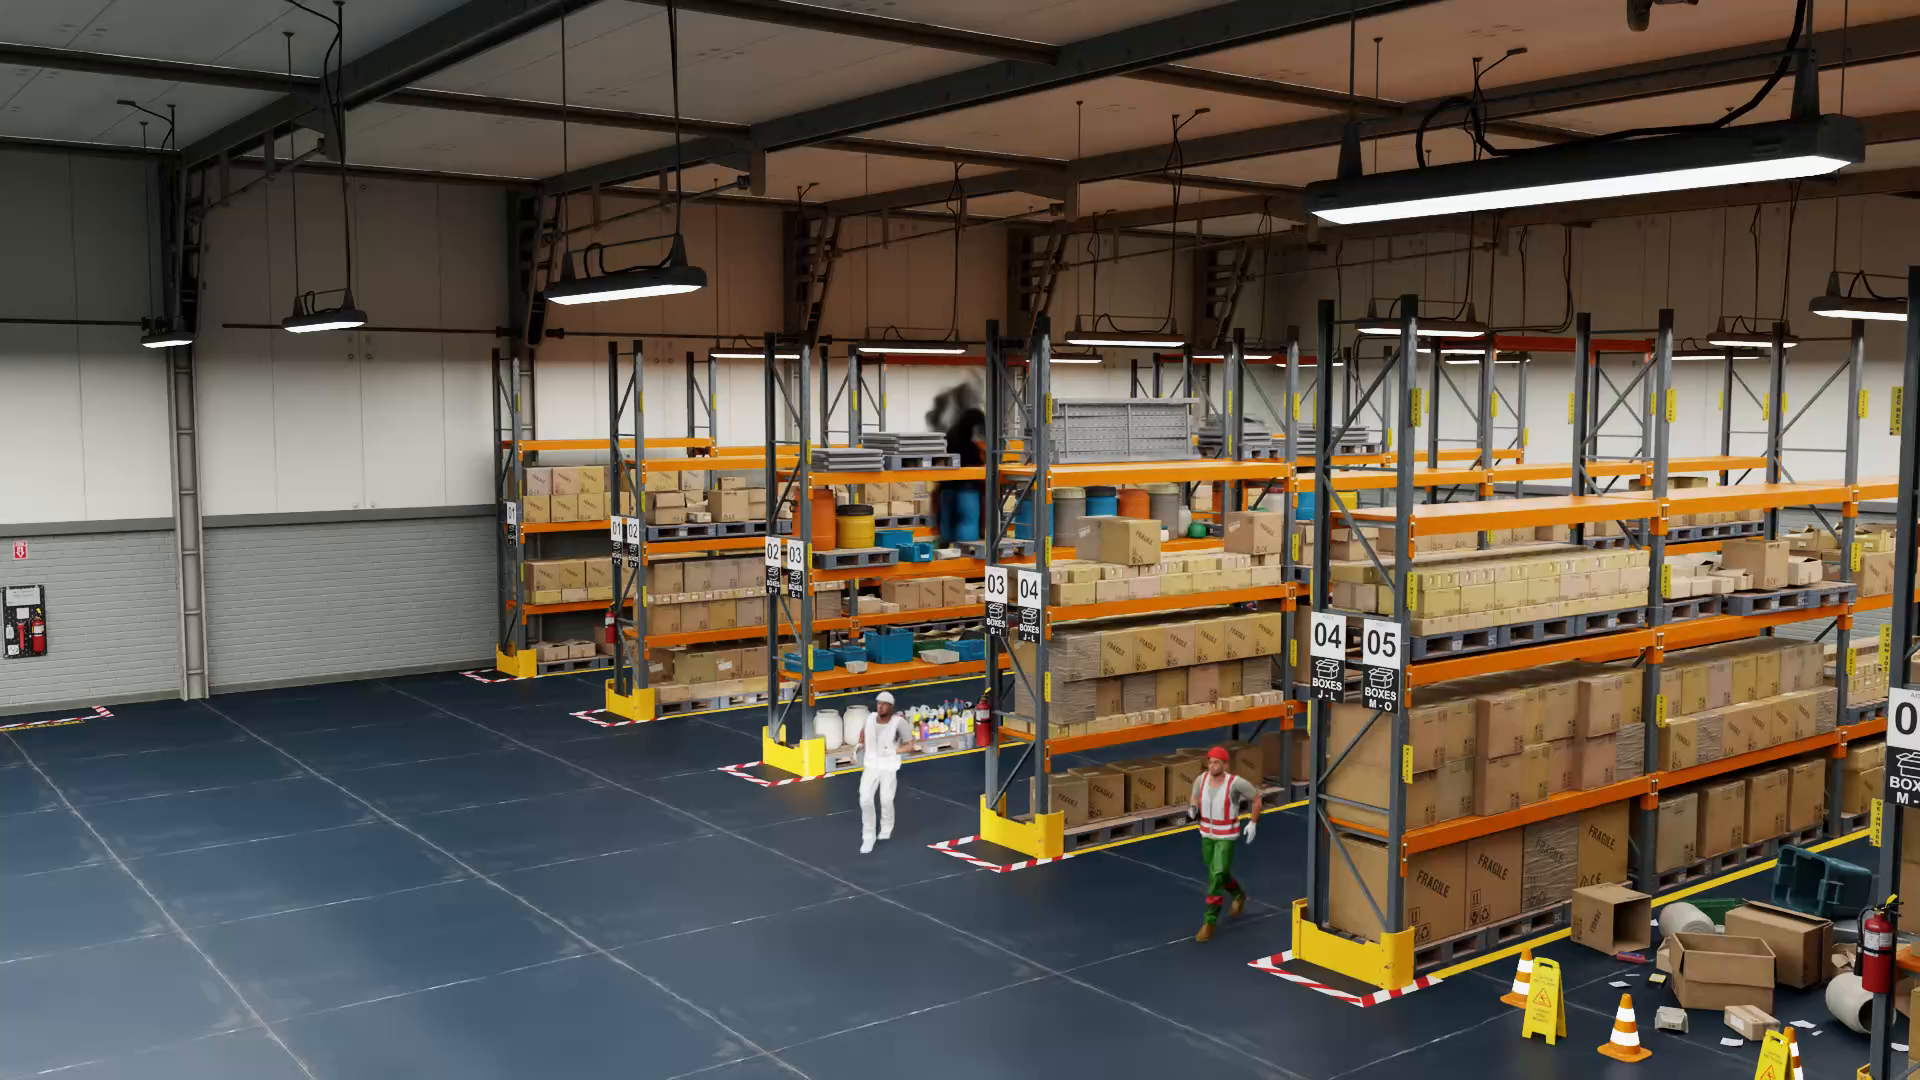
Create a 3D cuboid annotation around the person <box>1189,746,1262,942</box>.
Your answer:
[{"bbox_3d":[2.511,2.868,16.037,0.686,1.798,0.960,5,7,42],"label":"person"}]

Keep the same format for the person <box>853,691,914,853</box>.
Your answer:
[{"bbox_3d":[-0.851,2.631,18.924,0.717,1.851,0.658,2,5,17],"label":"person"}]
